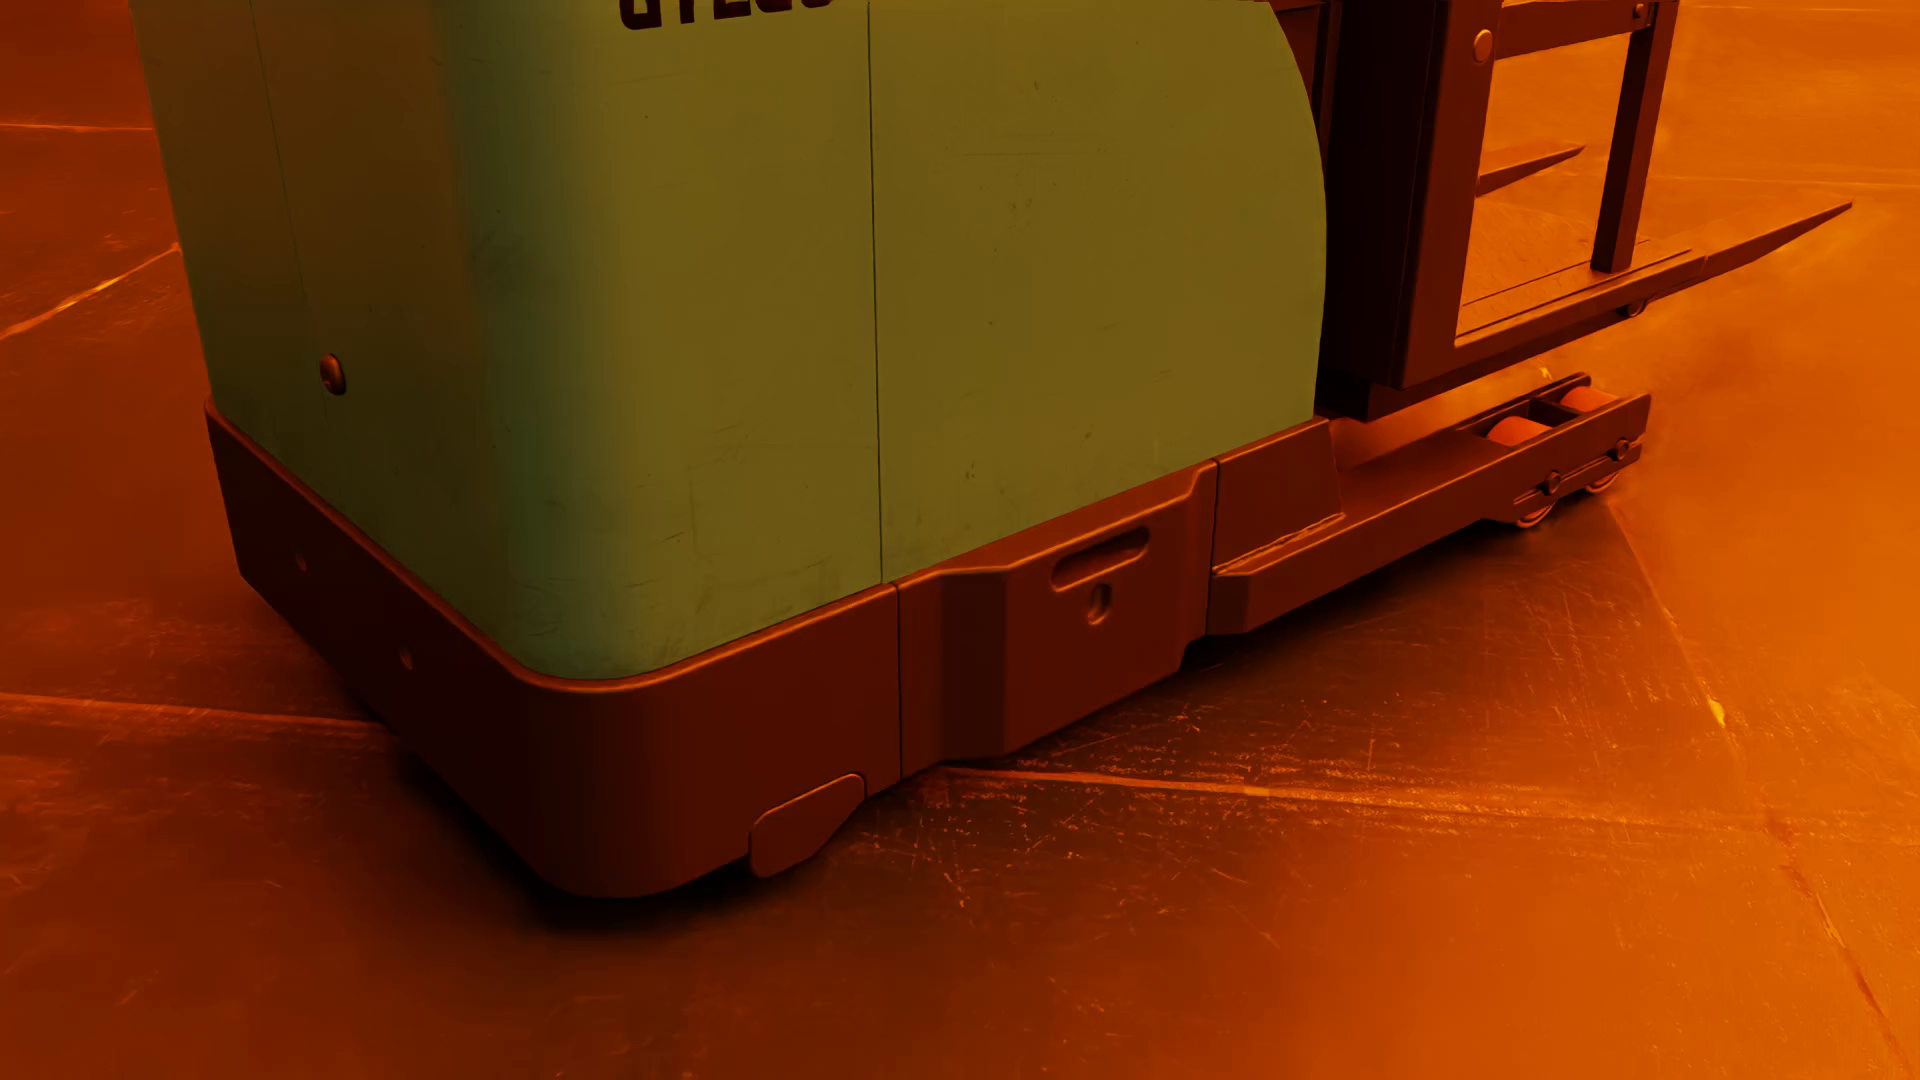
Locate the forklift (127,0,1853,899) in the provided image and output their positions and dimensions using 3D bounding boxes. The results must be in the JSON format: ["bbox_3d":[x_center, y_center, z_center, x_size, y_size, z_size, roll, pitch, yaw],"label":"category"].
[{"bbox_3d":[0.462,-1.491,2.205,3.031,2.935,1.130,-21,33,-35],"label":"forklift"}]
